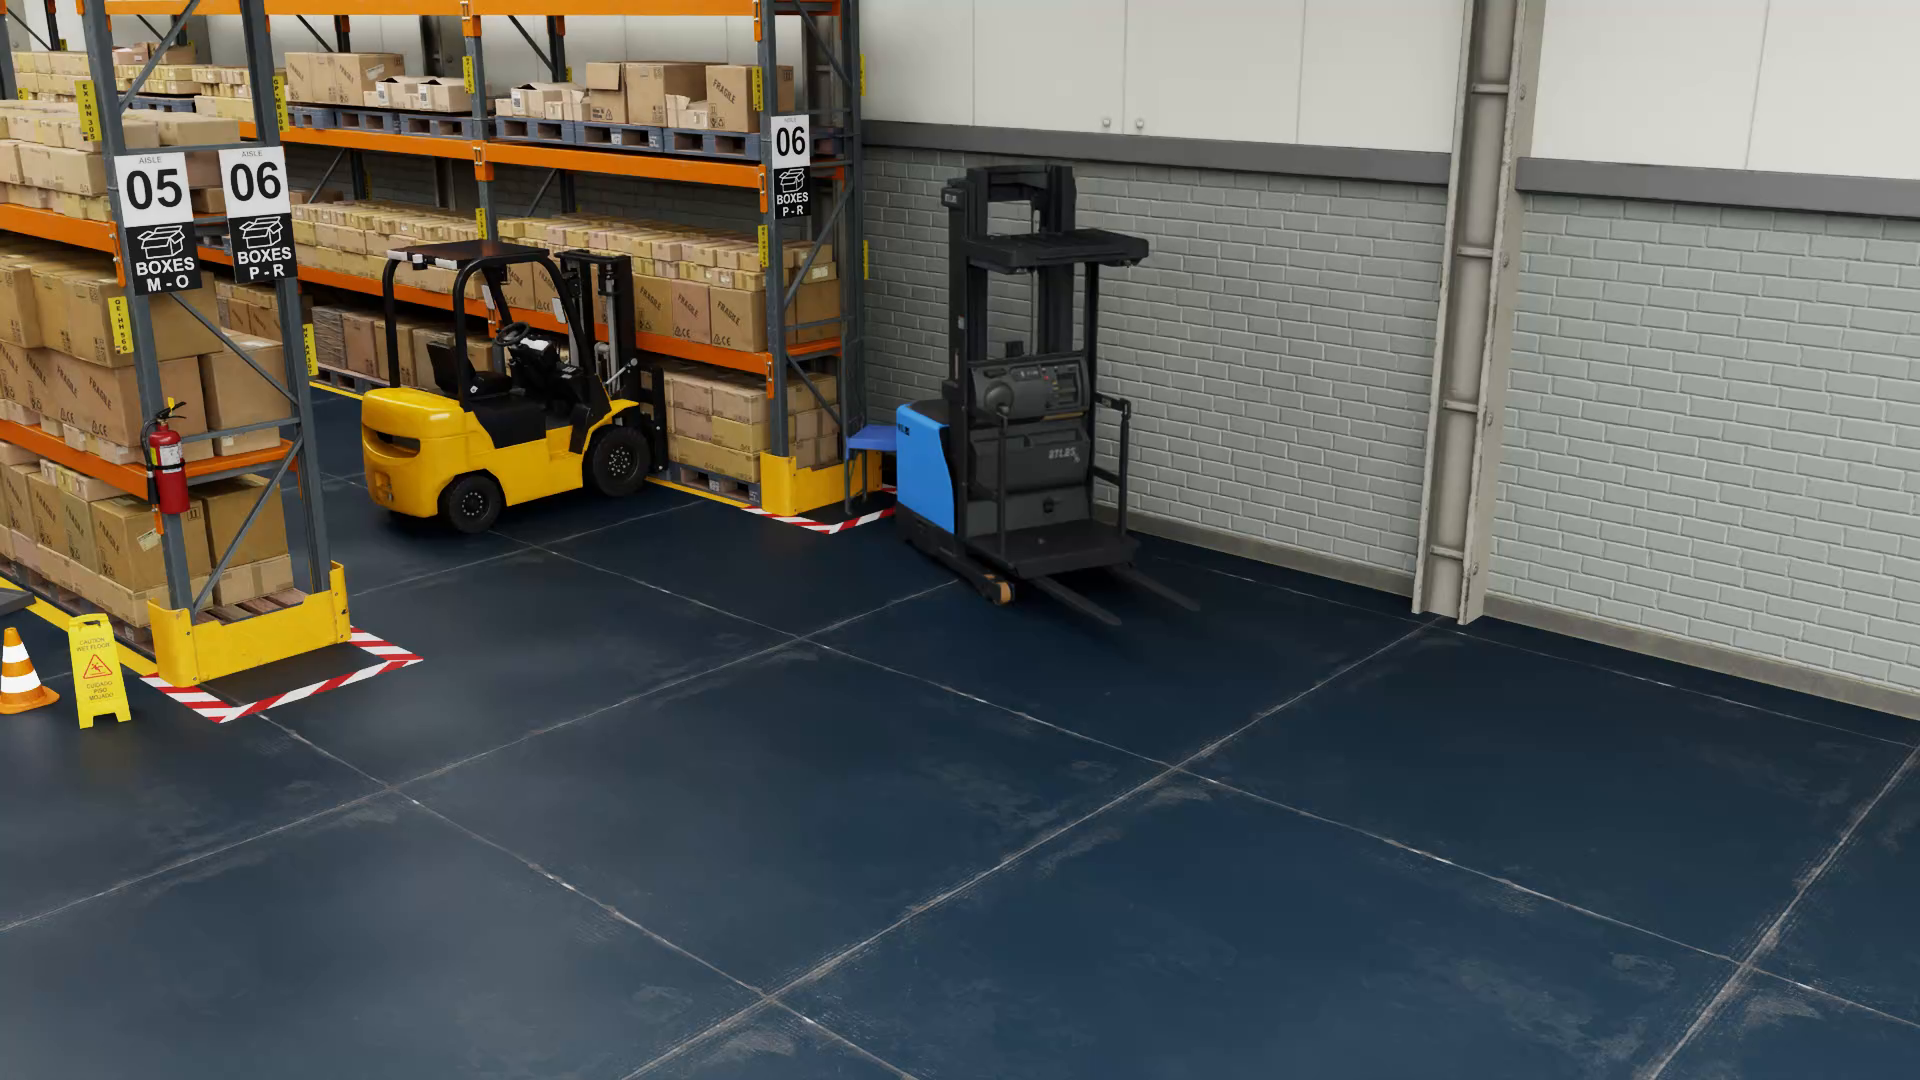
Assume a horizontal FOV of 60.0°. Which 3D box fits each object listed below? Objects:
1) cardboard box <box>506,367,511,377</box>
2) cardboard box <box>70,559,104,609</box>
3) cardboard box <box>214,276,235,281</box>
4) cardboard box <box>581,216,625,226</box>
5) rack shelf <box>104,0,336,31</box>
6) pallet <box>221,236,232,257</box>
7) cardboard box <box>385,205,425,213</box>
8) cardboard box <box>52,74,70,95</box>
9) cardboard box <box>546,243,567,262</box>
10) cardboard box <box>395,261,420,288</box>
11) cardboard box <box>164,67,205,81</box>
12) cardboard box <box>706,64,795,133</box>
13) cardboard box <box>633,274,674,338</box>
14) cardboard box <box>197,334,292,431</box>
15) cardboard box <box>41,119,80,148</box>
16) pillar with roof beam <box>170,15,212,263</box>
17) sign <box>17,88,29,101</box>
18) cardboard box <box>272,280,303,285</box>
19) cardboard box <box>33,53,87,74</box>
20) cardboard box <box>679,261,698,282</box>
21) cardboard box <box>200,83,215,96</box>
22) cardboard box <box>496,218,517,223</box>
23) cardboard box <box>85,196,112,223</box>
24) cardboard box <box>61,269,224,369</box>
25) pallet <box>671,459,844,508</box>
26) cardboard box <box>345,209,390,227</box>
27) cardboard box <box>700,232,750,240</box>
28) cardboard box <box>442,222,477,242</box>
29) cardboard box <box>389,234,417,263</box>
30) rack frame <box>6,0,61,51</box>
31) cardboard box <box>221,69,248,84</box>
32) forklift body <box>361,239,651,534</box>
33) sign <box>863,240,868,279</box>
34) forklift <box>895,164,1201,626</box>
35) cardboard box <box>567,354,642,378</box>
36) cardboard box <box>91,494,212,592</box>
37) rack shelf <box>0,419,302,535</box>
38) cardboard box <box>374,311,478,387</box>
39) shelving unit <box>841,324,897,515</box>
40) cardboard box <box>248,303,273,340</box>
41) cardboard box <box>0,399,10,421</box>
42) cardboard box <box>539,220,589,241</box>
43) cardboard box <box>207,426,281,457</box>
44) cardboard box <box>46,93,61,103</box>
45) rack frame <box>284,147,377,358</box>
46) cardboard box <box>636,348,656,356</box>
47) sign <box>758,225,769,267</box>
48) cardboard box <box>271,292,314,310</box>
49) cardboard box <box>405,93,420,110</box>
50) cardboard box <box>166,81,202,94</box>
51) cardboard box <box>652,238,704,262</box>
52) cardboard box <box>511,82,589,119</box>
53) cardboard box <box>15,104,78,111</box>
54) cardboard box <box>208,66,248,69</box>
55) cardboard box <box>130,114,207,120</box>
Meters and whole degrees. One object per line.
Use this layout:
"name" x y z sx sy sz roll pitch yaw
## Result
"cardboard box" -4.021 -1.551 16.064 0.500 0.250 0.500 15 23 39
"cardboard box" -5.643 0.240 11.247 0.500 0.250 0.500 15 23 39
"cardboard box" -9.051 -3.134 20.393 0.250 0.149 0.380 16 24 41
"cardboard box" -3.371 -2.983 15.823 0.250 0.149 0.380 15 23 39
"rack shelf" -8.665 -6.121 19.371 4.000 0.370 1.077 15 23 39
"pallet" -7.723 -3.422 19.252 1.003 0.211 1.213 15 23 39
"cardboard box" -5.995 -3.534 18.050 0.250 0.149 0.380 15 23 39
"cardboard box" -11.459 -5.944 21.679 0.500 0.250 0.500 16 23 40
"cardboard box" -3.570 -2.659 15.295 0.250 0.149 0.380 16 23 40
"cardboard box" -5.459 -2.767 17.119 0.500 0.250 0.500 15 23 40
"cardboard box" -9.038 -5.441 19.402 0.250 0.149 0.380 15 23 40
"cardboard box" -1.679 -3.546 13.342 0.500 0.500 0.500 16 24 41
"cardboard box" -2.493 -2.083 14.551 0.500 0.500 0.500 14 23 38
"cardboard box" -4.648 -1.010 10.679 0.500 0.500 0.500 15 23 38
"cardboard box" -5.297 -2.462 10.048 0.250 0.149 0.380 15 23 39
"pillar with roof beam" -12.941 -6.425 18.482 0.400 9.000 9.100 15 23 39
"sign" -7.115 -3.267 12.632 0.005 0.325 0.100 15 23 39
"cardboard box" -8.142 -3.094 20.269 0.250 0.149 0.380 14 23 38
"cardboard box" -11.847 -6.288 21.936 0.500 0.250 0.500 16 24 41
"cardboard box" -2.173 -2.313 14.203 0.250 0.149 0.380 15 23 39
"cardboard box" -8.539 -5.222 19.238 0.250 0.149 0.380 16 24 41
"cardboard box" -4.650 -3.182 16.941 0.250 0.149 0.380 15 23 39
"cardboard box" -4.930 -1.981 9.853 0.250 0.149 0.380 15 23 39
"cardboard box" -5.005 -1.382 10.198 0.500 0.500 0.700 14 23 38
"pallet" -1.785 -0.602 14.659 1.213 0.211 1.003 15 23 39
"cardboard box" -6.305 -3.427 17.713 0.250 0.149 0.380 15 23 40
"cardboard box" -2.064 -2.611 14.652 0.250 0.149 0.380 16 24 41
"cardboard box" -4.933 -3.074 16.601 0.250 0.149 0.380 15 23 39
"cardboard box" -5.482 -3.003 17.037 0.500 0.250 0.500 16 23 40
"rack frame" -13.153 -7.859 22.998 0.127 3.000 1.000 15 23 39
"cardboard box" -8.144 -5.264 18.879 0.250 0.149 0.380 15 23 38
"forklift body" -3.815 -1.350 13.810 1.214 2.155 2.313 15 23 39
"sign" -0.813 -2.362 14.032 0.005 0.325 0.100 15 23 39
"forklift" 0.606 -1.093 11.710 1.130 2.935 3.031 -9 20 -26
"cardboard box" -3.268 -1.586 15.348 0.500 0.250 0.500 16 24 41
"cardboard box" -5.250 -0.012 10.802 0.500 0.500 0.500 15 23 40
"rack shelf" -5.973 -0.722 11.616 4.000 0.370 1.077 15 23 39
"cardboard box" -5.714 -2.068 17.902 0.625 0.625 0.875 14 22 37
"shelving unit" -0.381 -0.959 13.654 1.048 1.500 0.538 5 18 15
"cardboard box" -7.996 -2.541 19.597 0.500 0.500 0.500 15 23 38
"cardboard box" -6.496 -0.952 11.567 0.250 0.149 0.380 15 23 40
"cardboard box" -3.684 -2.876 15.486 0.250 0.149 0.380 14 23 38
"cardboard box" -4.594 -0.658 10.642 0.250 0.149 0.380 15 23 39
"cardboard box" -11.797 -5.814 21.929 0.250 0.149 0.380 16 23 40
"rack frame" -7.169 -3.393 18.844 0.127 3.000 1.000 15 23 39
"cardboard box" -2.923 -1.698 15.702 0.500 0.250 0.500 15 23 40
"sign" -1.556 -2.332 13.194 0.005 0.325 0.100 15 23 39
"cardboard box" -7.707 -2.753 19.193 0.250 0.149 0.380 14 22 37
"cardboard box" -5.202 -4.300 16.298 0.250 0.149 0.380 15 23 39
"cardboard box" -9.035 -5.301 19.454 0.250 0.149 0.380 16 23 40
"cardboard box" -2.418 -2.493 14.277 0.250 0.149 0.380 16 23 41
"cardboard box" -3.717 -4.003 15.095 0.500 0.311 0.500 16 23 40
"cardboard box" -6.298 -2.936 11.543 0.250 0.149 0.380 14 23 38
"cardboard box" -8.689 -5.558 19.773 0.250 0.149 0.380 16 23 41
"cardboard box" -4.953 -2.582 10.426 0.250 0.149 0.380 15 23 39
